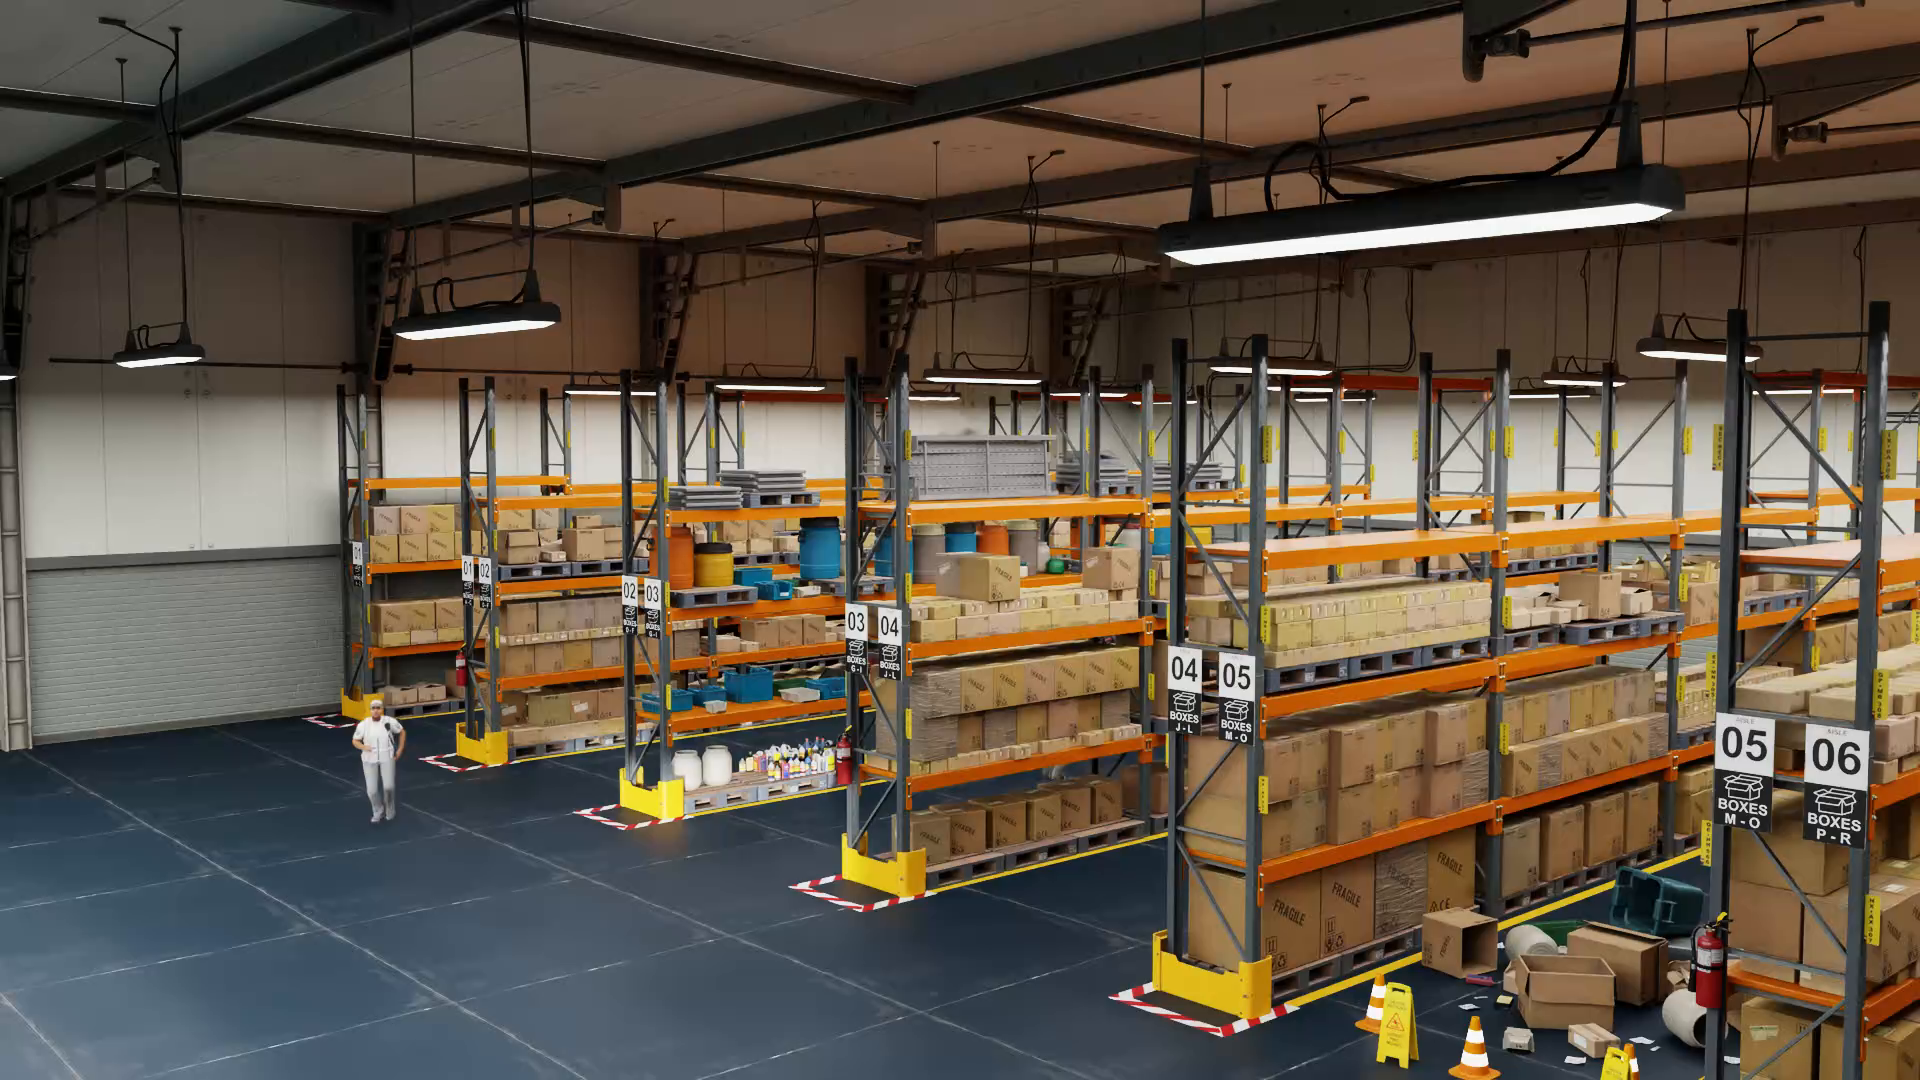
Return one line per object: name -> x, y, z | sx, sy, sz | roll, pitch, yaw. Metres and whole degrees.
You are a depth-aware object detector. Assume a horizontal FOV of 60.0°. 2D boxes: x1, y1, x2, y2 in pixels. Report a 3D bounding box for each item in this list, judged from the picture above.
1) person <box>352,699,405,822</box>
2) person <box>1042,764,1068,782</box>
person -> -7.618, 2.906, 21.800 | 0.661, 1.639, 0.570 | -1, 4, -17
person -> 1.383, 2.841, 22.824 | 0.615, 1.647, 0.575 | 3, 5, 42
